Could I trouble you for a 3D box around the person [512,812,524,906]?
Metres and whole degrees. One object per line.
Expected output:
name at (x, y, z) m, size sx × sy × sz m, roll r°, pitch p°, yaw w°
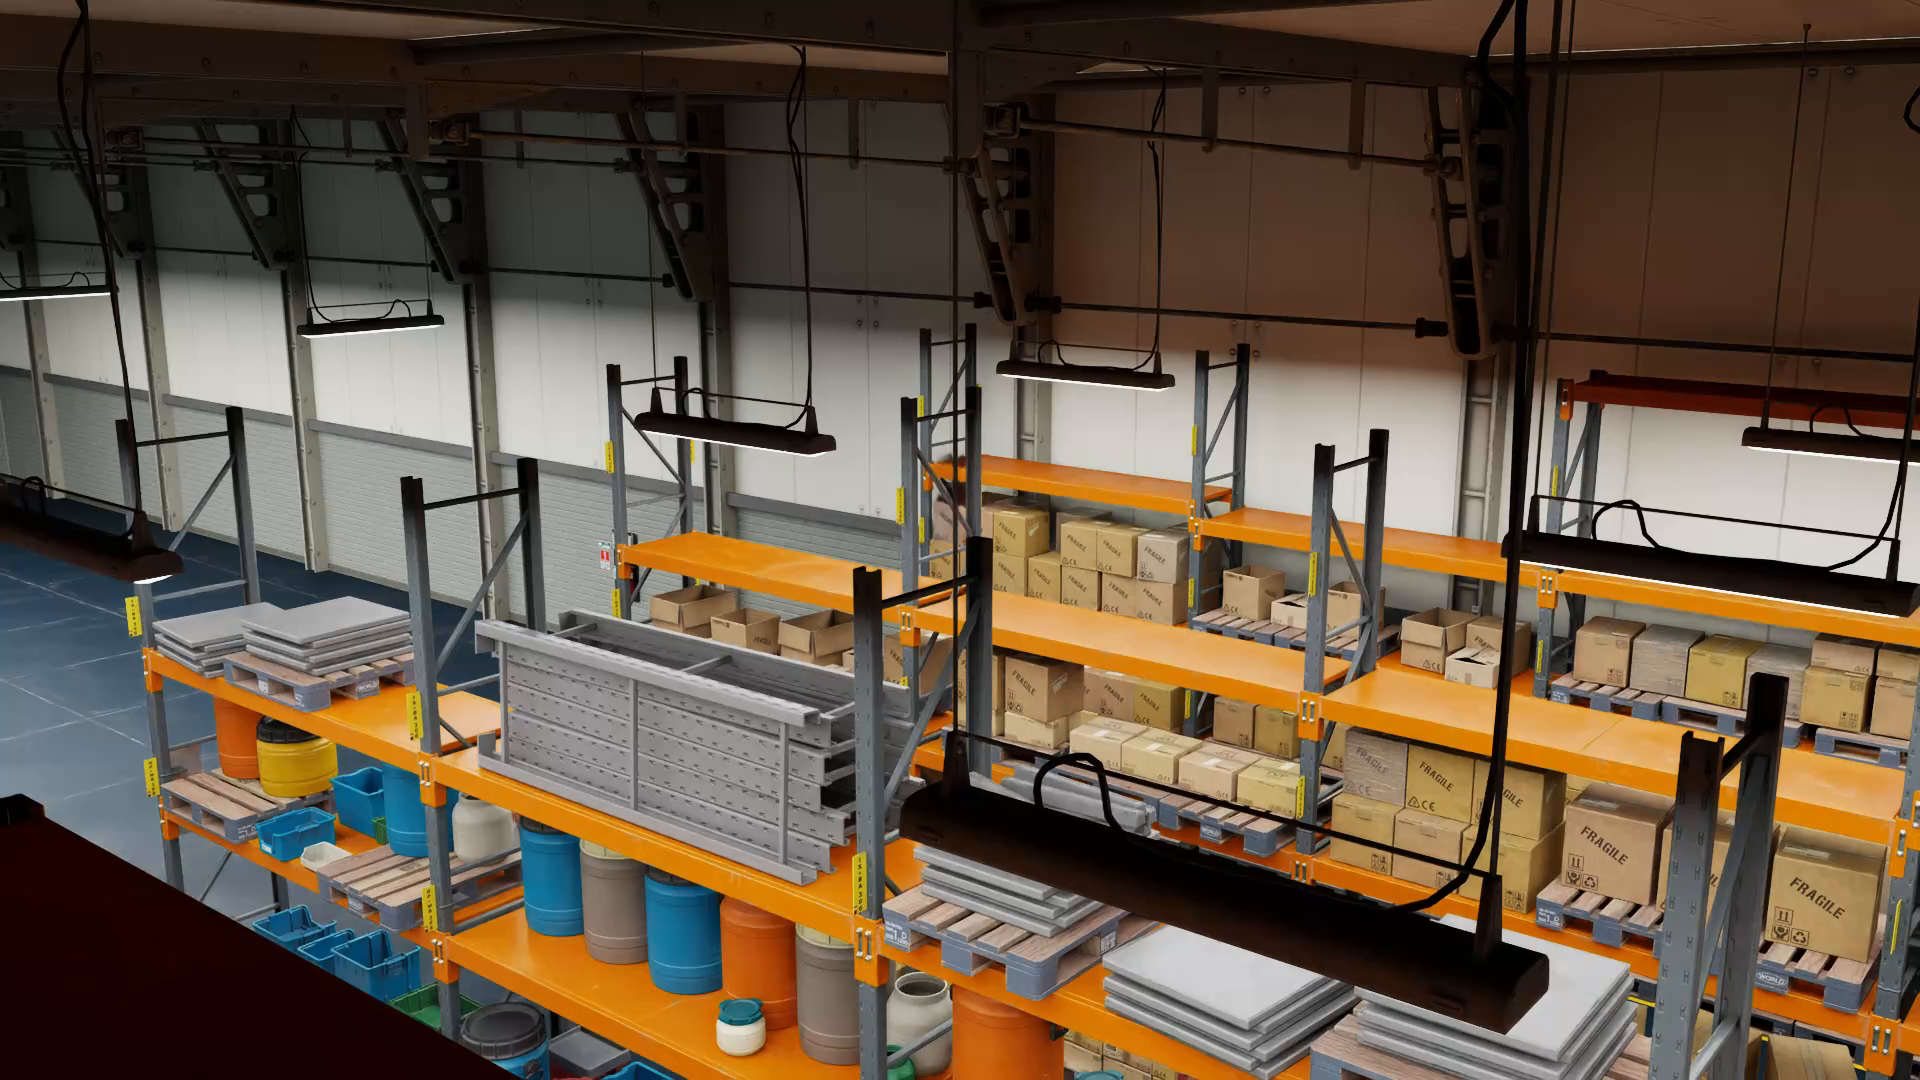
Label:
person at (-5.078, 3.179, 18.193) m, size 0.652 × 1.779 × 0.490 m, roll -2°, pitch 13°, yaw -7°
